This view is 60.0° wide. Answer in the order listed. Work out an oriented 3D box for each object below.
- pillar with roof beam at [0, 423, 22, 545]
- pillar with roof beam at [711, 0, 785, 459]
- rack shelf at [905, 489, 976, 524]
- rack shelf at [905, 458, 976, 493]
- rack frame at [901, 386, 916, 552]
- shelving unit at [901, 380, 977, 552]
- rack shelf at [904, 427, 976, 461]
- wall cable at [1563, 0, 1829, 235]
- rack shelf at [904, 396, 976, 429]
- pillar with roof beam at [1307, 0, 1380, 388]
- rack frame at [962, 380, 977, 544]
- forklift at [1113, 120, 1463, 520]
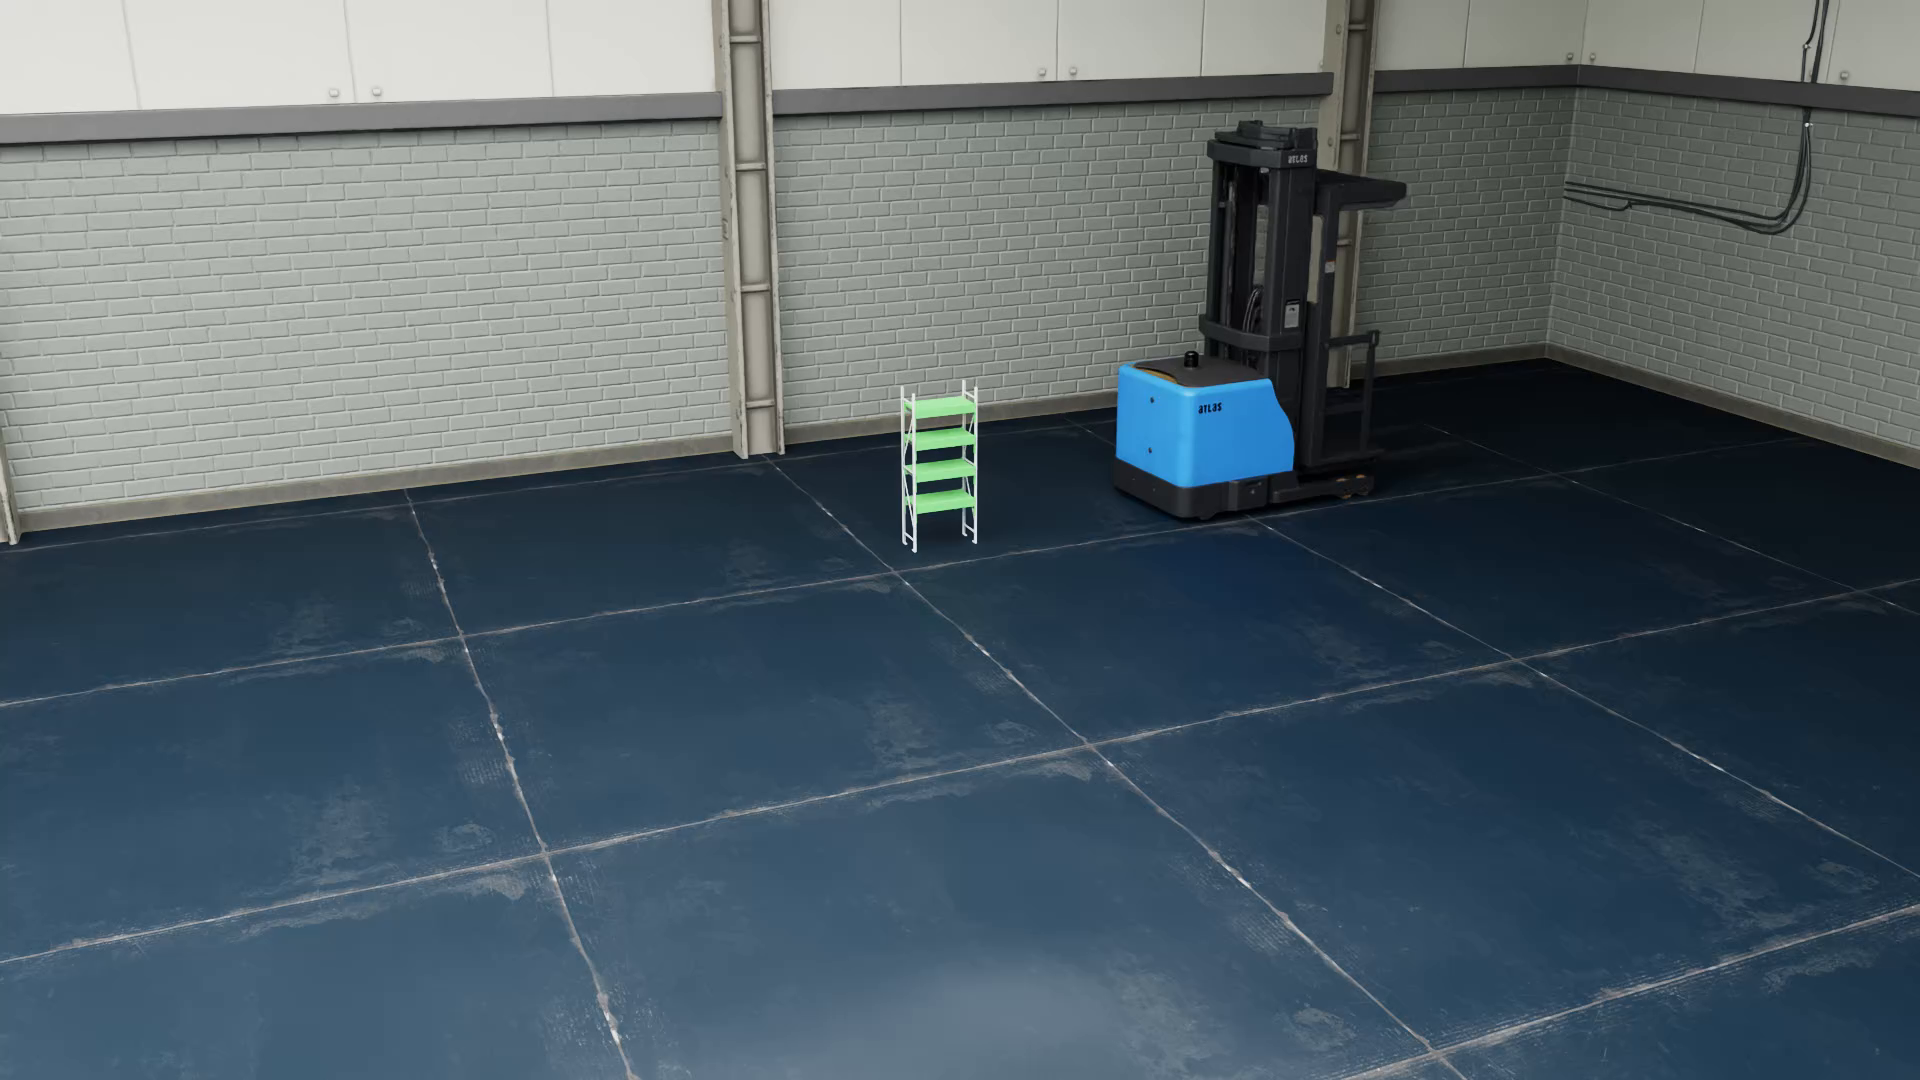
[{"bbox_3d":[-5.588,-2.925,7.280,0.400,9.000,9.100,-8,21,-22],"label":"pillar with roof beam"},{"bbox_3d":[-0.078,-3.715,9.522,0.400,9.000,9.100,-8,21,-22],"label":"pillar with roof beam"},{"bbox_3d":[-0.152,-0.258,12.362,0.480,0.148,0.258,-8,21,-22],"label":"rack shelf"},{"bbox_3d":[-0.152,-0.484,12.282,0.480,0.148,0.258,-8,21,-22],"label":"rack shelf"},{"bbox_3d":[-0.376,-0.512,12.170,0.015,1.200,0.240,-8,21,-22],"label":"rack frame"},{"bbox_3d":[-0.152,-0.544,12.261,0.503,1.200,0.258,-8,21,-22],"label":"shelving unit"},{"bbox_3d":[-0.152,-0.710,12.202,0.480,0.148,0.258,-8,21,-22],"label":"rack shelf"},{"bbox_3d":[6.955,-4.336,15.964,0.112,2.526,3.097,-8,21,-22],"label":"wall cable"},{"bbox_3d":[-0.152,-0.937,12.123,0.480,0.148,0.258,-8,21,-22],"label":"rack shelf"},{"bbox_3d":[5.431,-4.504,11.764,0.400,9.000,9.100,-8,21,-22],"label":"pillar with roof beam"},{"bbox_3d":[0.072,-0.576,12.352,0.015,1.200,0.240,-8,21,-22],"label":"rack frame"},{"bbox_3d":[2.800,-1.860,13.391,3.031,2.935,1.130,-10,22,-26],"label":"forklift"}]
